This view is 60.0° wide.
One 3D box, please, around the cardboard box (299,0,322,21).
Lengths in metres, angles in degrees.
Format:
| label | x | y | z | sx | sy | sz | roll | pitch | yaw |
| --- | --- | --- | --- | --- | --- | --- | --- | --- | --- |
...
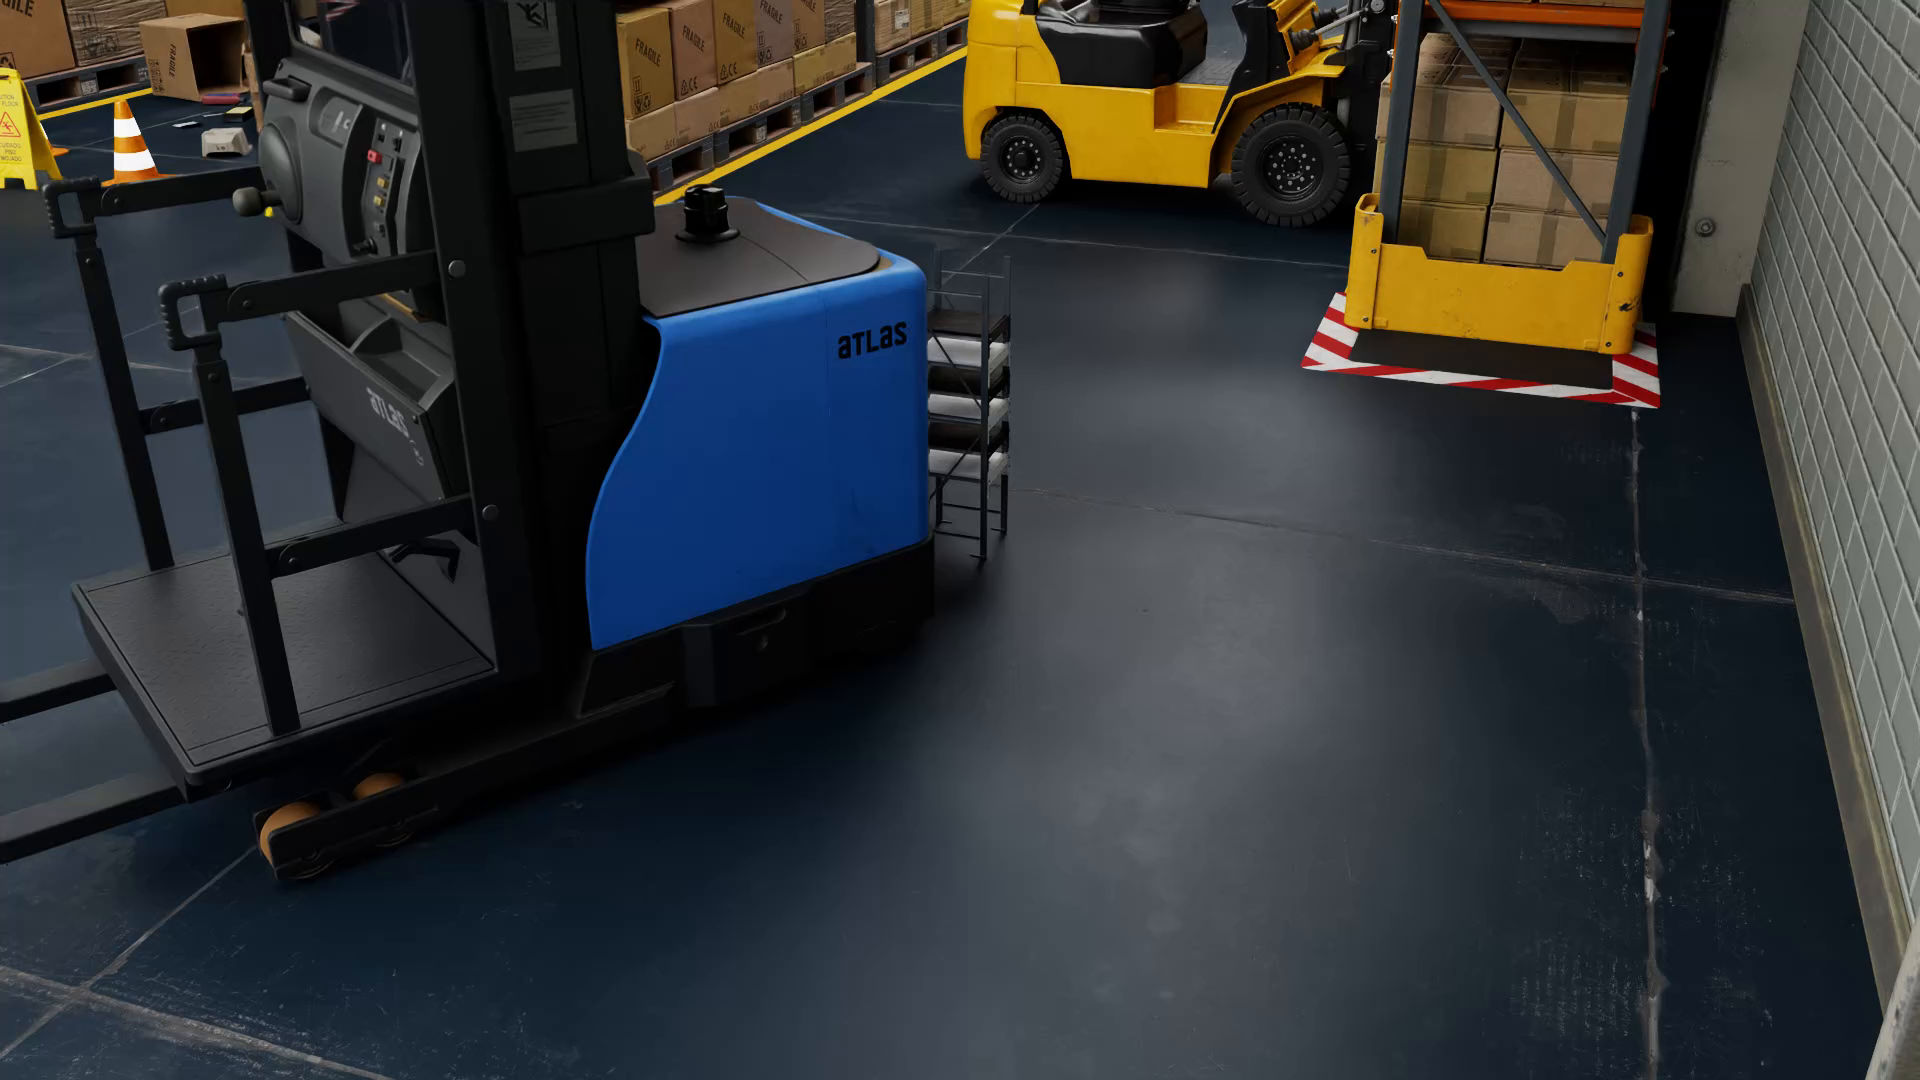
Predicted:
| label | x | y | z | sx | sy | sz | roll | pitch | yaw |
| --- | --- | --- | --- | --- | --- | --- | --- | --- | --- |
| cardboard box | -5.672 | -4.749 | 13.717 | 1.050 | 0.750 | 0.750 | 9 | 27 | 17 |

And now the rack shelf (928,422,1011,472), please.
| label | x | y | z | sx | sy | sz | roll | pitch | yaw |
| --- | --- | --- | --- | --- | --- | --- | --- | --- | --- |
| rack shelf | 0.003 | -0.297 | 5.115 | 0.258 | 0.077 | 0.200 | 9 | 27 | 17 |

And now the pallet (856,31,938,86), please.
| label | x | y | z | sx | sy | sz | roll | pitch | yaw |
| --- | --- | --- | --- | --- | --- | --- | --- | --- | --- |
| pallet | -0.834 | -3.694 | 12.636 | 1.003 | 0.211 | 1.213 | 9 | 27 | 17 |

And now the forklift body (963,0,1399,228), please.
| label | x | y | z | sx | sy | sz | roll | pitch | yaw |
| --- | --- | --- | --- | --- | --- | --- | --- | --- | --- |
| forklift body | 1.169 | -2.928 | 8.830 | 2.313 | 2.155 | 1.214 | 9 | 27 | 17 |

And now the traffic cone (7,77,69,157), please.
| label | x | y | z | sx | sy | sz | roll | pitch | yaw |
| --- | --- | --- | --- | --- | --- | --- | --- | --- | --- |
| traffic cone | -5.609 | -2.532 | 9.947 | 0.336 | 0.463 | 0.334 | 9 | 27 | 17 |

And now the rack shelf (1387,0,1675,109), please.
| label | x | y | z | sx | sy | sz | roll | pitch | yaw |
| --- | --- | --- | --- | --- | --- | --- | --- | --- | --- |
| rack shelf | 2.924 | -2.765 | 8.343 | 1.077 | 0.370 | 4.000 | 9 | 27 | 17 |

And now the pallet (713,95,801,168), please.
| label | x | y | z | sx | sy | sz | roll | pitch | yaw |
| --- | --- | --- | --- | --- | --- | --- | --- | --- | --- |
| pallet | -1.687 | -2.589 | 10.356 | 1.003 | 0.211 | 1.213 | 9 | 27 | 17 |

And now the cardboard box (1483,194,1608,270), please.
| label | x | y | z | sx | sy | sz | roll | pitch | yaw |
| --- | --- | --- | --- | --- | --- | --- | --- | --- | --- |
| cardboard box | 2.607 | -1.391 | 7.355 | 0.500 | 0.250 | 0.500 | 9 | 27 | 18 |

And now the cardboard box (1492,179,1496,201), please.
| label | x | y | z | sx | sy | sz | roll | pitch | yaw |
| --- | --- | --- | --- | --- | --- | --- | --- | --- | --- |
| cardboard box | 2.292 | -1.660 | 7.909 | 0.500 | 0.250 | 0.500 | 9 | 27 | 17 |

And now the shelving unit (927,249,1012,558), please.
| label | x | y | z | sx | sy | sz | roll | pitch | yaw |
| --- | --- | --- | --- | --- | --- | --- | --- | --- | --- |
| shelving unit | 0.003 | -0.408 | 5.061 | 0.258 | 0.900 | 0.210 | 9 | 27 | 17 |

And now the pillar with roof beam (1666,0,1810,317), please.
| label | x | y | z | sx | sy | sz | roll | pitch | yaw |
| --- | --- | --- | --- | --- | --- | --- | --- | --- | --- |
| pillar with roof beam | -0.719 | -5.746 | 6.792 | 9.100 | 9.000 | 0.400 | 9 | 27 | 17 |

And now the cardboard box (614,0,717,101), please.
| label | x | y | z | sx | sy | sz | roll | pitch | yaw |
| --- | --- | --- | --- | --- | --- | --- | --- | --- | --- |
| cardboard box | -1.717 | -2.790 | 9.384 | 0.500 | 0.500 | 0.500 | 8 | 27 | 16 |

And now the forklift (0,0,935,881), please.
| label | x | y | z | sx | sy | sz | roll | pitch | yaw |
| --- | --- | --- | --- | --- | --- | --- | --- | --- | --- |
| forklift | -1.546 | -0.827 | 3.596 | 3.031 | 2.935 | 1.130 | -19 | 31 | -33 |

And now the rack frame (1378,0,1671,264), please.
| label | x | y | z | sx | sy | sz | roll | pitch | yaw |
| --- | --- | --- | --- | --- | --- | --- | --- | --- | --- |
| rack frame | 2.259 | -2.266 | 6.489 | 1.000 | 3.000 | 0.127 | 9 | 27 | 17 |

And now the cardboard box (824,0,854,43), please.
| label | x | y | z | sx | sy | sz | roll | pitch | yaw |
| --- | --- | --- | --- | --- | --- | --- | --- | --- | --- |
| cardboard box | -1.036 | -3.635 | 11.129 | 0.500 | 0.500 | 0.500 | 8 | 27 | 17 |

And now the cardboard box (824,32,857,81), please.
| label | x | y | z | sx | sy | sz | roll | pitch | yaw |
| --- | --- | --- | --- | --- | --- | --- | --- | --- | --- |
| cardboard box | -1.035 | -3.298 | 11.293 | 0.500 | 0.250 | 0.500 | 10 | 28 | 20 |

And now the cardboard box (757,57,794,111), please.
| label | x | y | z | sx | sy | sz | roll | pitch | yaw |
| --- | --- | --- | --- | --- | --- | --- | --- | --- | --- |
| cardboard box | -1.377 | -2.869 | 10.408 | 0.500 | 0.250 | 0.500 | 9 | 27 | 18 |

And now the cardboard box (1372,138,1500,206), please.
| label | x | y | z | sx | sy | sz | roll | pitch | yaw |
| --- | --- | --- | --- | --- | --- | --- | --- | --- | --- |
| cardboard box | 2.126 | -1.688 | 7.394 | 0.500 | 0.250 | 0.500 | 8 | 27 | 17 |

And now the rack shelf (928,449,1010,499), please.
| label | x | y | z | sx | sy | sz | roll | pitch | yaw |
| --- | --- | --- | --- | --- | --- | --- | --- | --- | --- |
| rack shelf | 0.003 | -0.216 | 5.154 | 0.258 | 0.077 | 0.200 | 9 | 27 | 17 |

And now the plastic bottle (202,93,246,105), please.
| label | x | y | z | sx | sy | sz | roll | pitch | yaw |
| --- | --- | --- | --- | --- | --- | --- | --- | --- | --- |
| plastic bottle | -5.051 | -3.036 | 11.450 | 0.283 | 0.061 | 0.133 | 0 | 26 | -1 |

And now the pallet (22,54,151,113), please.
| label | x | y | z | sx | sy | sz | roll | pitch | yaw |
| --- | --- | --- | --- | --- | --- | --- | --- | --- | --- |
| pallet | -6.525 | -3.246 | 11.711 | 1.003 | 0.211 | 1.213 | 9 | 27 | 17 |

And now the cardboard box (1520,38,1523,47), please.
| label | x | y | z | sx | sy | sz | roll | pitch | yaw |
| --- | --- | --- | --- | --- | --- | --- | --- | --- | --- |
| cardboard box | 2.799 | -2.744 | 9.000 | 0.500 | 0.250 | 0.500 | 10 | 27 | 19 |

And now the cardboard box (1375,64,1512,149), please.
| label | x | y | z | sx | sy | sz | roll | pitch | yaw |
| --- | --- | --- | --- | --- | --- | --- | --- | --- | --- |
| cardboard box | 2.118 | -1.902 | 7.263 | 0.500 | 0.250 | 0.500 | 10 | 27 | 19 |

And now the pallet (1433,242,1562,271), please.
| label | x | y | z | sx | sy | sz | roll | pitch | yaw |
| --- | --- | --- | --- | --- | --- | --- | --- | --- | --- |
| pallet | 2.474 | -1.332 | 7.758 | 1.003 | 0.211 | 1.213 | 9 | 27 | 17 |

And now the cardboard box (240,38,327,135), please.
| label | x | y | z | sx | sy | sz | roll | pitch | yaw |
| --- | --- | --- | --- | --- | --- | --- | --- | --- | --- |
| cardboard box | -4.226 | -2.950 | 10.766 | 0.797 | 0.503 | 0.637 | -9 | 27 | -18 |

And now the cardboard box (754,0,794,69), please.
| label | x | y | z | sx | sy | sz | roll | pitch | yaw |
| --- | --- | --- | --- | --- | --- | --- | --- | --- | --- |
| cardboard box | -1.372 | -3.216 | 10.264 | 0.500 | 0.500 | 0.500 | 10 | 28 | 20 |

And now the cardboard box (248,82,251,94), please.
| label | x | y | z | sx | sy | sz | roll | pitch | yaw |
| --- | --- | --- | --- | --- | --- | --- | --- | --- | --- |
| cardboard box | -4.629 | -3.101 | 11.349 | 0.396 | 0.266 | 0.258 | 14 | 29 | 26 |

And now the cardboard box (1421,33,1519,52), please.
| label | x | y | z | sx | sy | sz | roll | pitch | yaw |
| --- | --- | --- | --- | --- | --- | --- | --- | --- | --- |
| cardboard box | 2.441 | -2.322 | 8.129 | 0.500 | 0.250 | 0.500 | 9 | 27 | 18 |

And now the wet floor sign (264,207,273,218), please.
| label | x | y | z | sx | sy | sz | roll | pitch | yaw |
| --- | --- | --- | --- | --- | --- | --- | --- | --- | --- |
| wet floor sign | -3.496 | -2.002 | 8.645 | 0.267 | 0.644 | 0.232 | 20 | 32 | 35 |

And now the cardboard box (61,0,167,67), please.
| label | x | y | z | sx | sy | sz | roll | pitch | yaw |
| --- | --- | --- | --- | --- | --- | --- | --- | --- | --- |
| cardboard box | -6.365 | -3.918 | 11.857 | 0.875 | 0.875 | 0.875 | 9 | 27 | 18 |

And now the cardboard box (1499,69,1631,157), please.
| label | x | y | z | sx | sy | sz | roll | pitch | yaw |
| --- | --- | --- | --- | --- | --- | --- | --- | --- | --- |
| cardboard box | 2.597 | -1.838 | 7.130 | 0.500 | 0.250 | 0.500 | 8 | 27 | 17 |

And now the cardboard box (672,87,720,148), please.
| label | x | y | z | sx | sy | sz | roll | pitch | yaw |
| --- | --- | --- | --- | --- | --- | --- | --- | --- | --- |
| cardboard box | -1.717 | -2.436 | 9.513 | 0.500 | 0.250 | 0.500 | 10 | 27 | 19 |

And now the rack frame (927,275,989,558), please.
| label | x | y | z | sx | sy | sz | roll | pitch | yaw |
| --- | --- | --- | --- | --- | --- | --- | --- | --- | --- |
| rack frame | -0.031 | -0.367 | 4.974 | 0.240 | 0.900 | 0.006 | 9 | 27 | 17 |

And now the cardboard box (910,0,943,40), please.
| label | x | y | z | sx | sy | sz | roll | pitch | yaw |
| --- | --- | --- | --- | --- | --- | --- | --- | --- | --- |
| cardboard box | -0.684 | -4.147 | 12.906 | 0.950 | 0.372 | 0.625 | 11 | 28 | 21 |

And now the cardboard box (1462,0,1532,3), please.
| label | x | y | z | sx | sy | sz | roll | pitch | yaw |
| --- | --- | --- | --- | --- | --- | --- | --- | --- | --- |
| cardboard box | 2.175 | -2.552 | 6.963 | 0.500 | 0.500 | 0.500 | 8 | 27 | 16 |

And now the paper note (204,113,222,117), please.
| label | x | y | z | sx | sy | sz | roll | pitch | yaw |
| --- | --- | --- | --- | --- | --- | --- | --- | --- | --- |
| paper note | -4.984 | -2.837 | 11.098 | 0.123 | 0.001 | 0.032 | -20 | 33 | -36 |

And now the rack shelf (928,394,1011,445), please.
| label | x | y | z | sx | sy | sz | roll | pitch | yaw |
| --- | --- | --- | --- | --- | --- | --- | --- | --- | --- |
| rack shelf | 0.003 | -0.378 | 5.075 | 0.258 | 0.077 | 0.200 | 9 | 27 | 17 |

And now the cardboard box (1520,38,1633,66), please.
| label | x | y | z | sx | sy | sz | roll | pitch | yaw |
| --- | --- | --- | --- | --- | --- | --- | --- | --- | --- |
| cardboard box | 2.937 | -2.248 | 7.976 | 0.500 | 0.250 | 0.500 | 9 | 27 | 17 |
